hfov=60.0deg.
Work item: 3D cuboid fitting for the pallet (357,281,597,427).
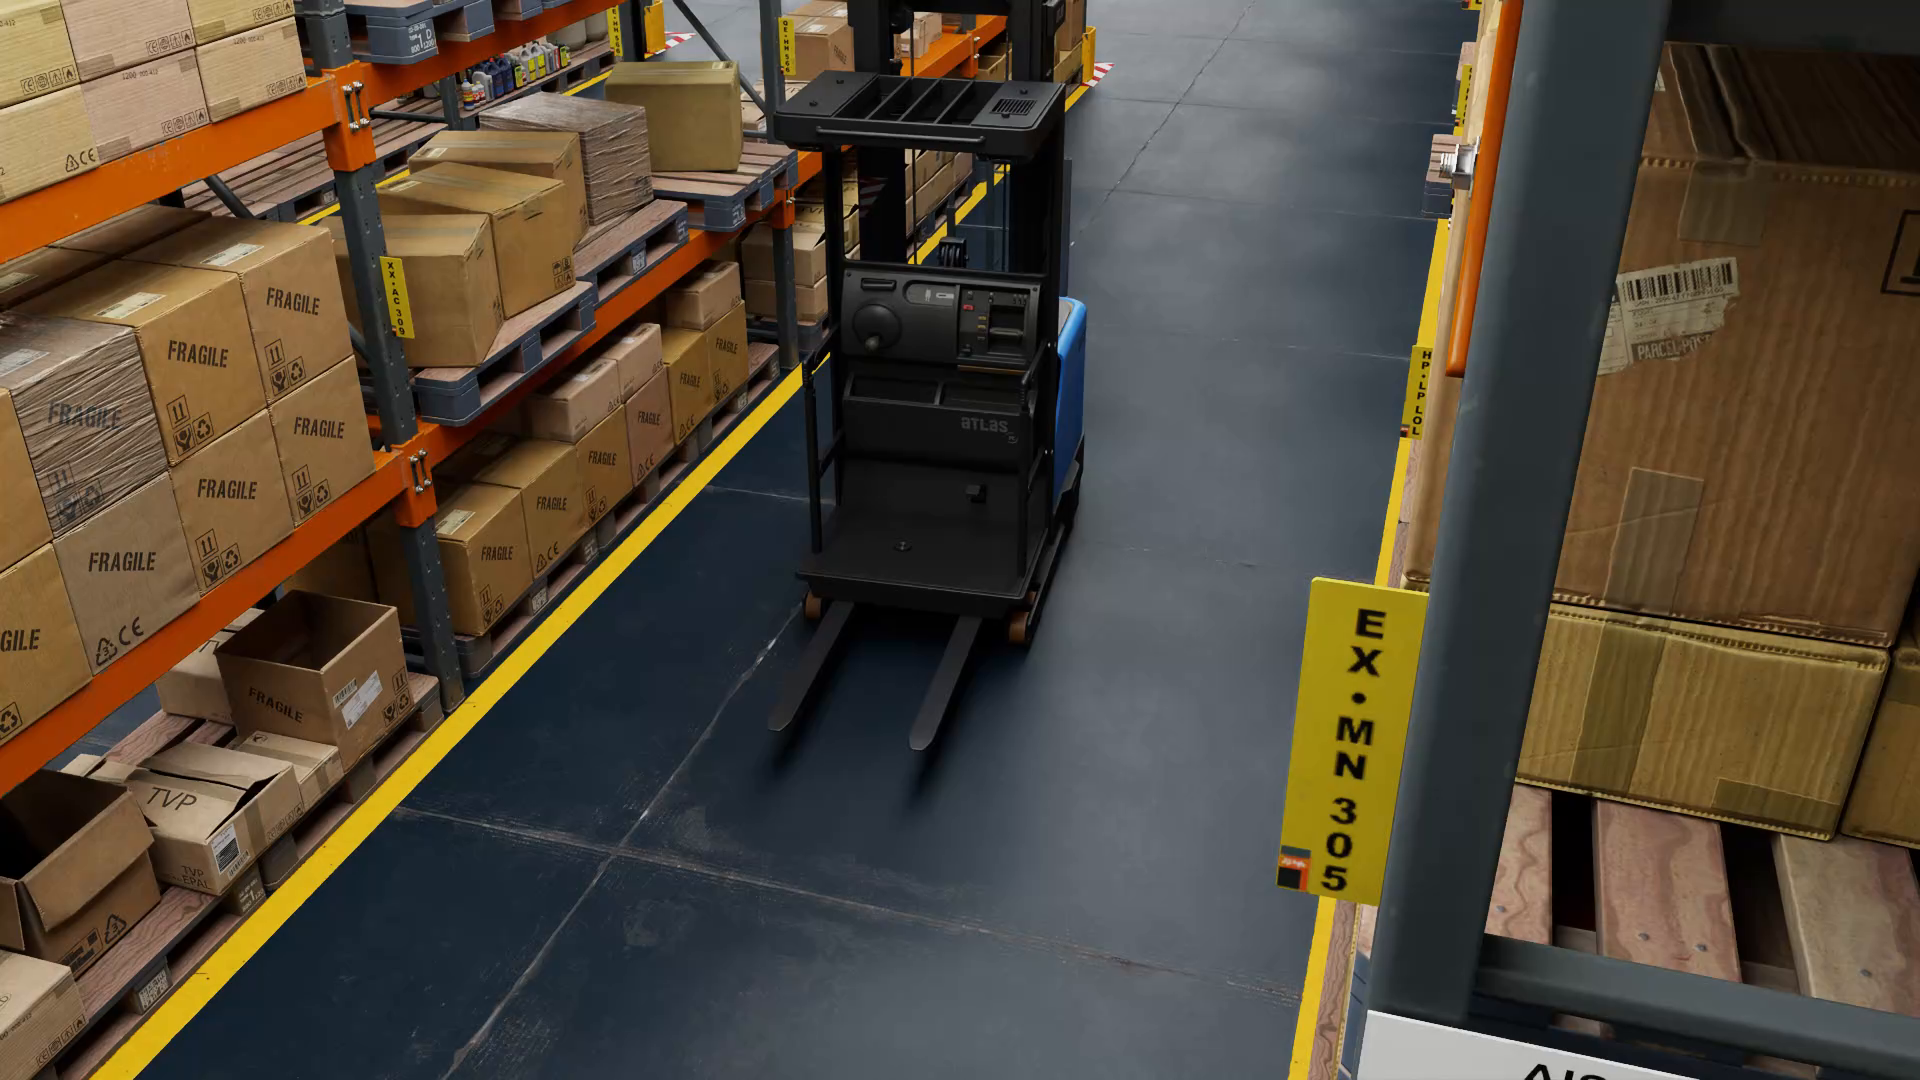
[{"bbox_3d":[-2.373,-0.909,7.496,1.003,0.211,1.213,8,30,15],"label":"pallet"}]

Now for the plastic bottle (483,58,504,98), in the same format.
[{"bbox_3d":[-4.464,-4.414,15.871,0.144,0.351,0.185,9,30,16],"label":"plastic bottle"}]

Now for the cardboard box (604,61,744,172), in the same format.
[{"bbox_3d":[-1.615,-2.414,9.470,0.700,0.500,0.500,-1,29,-2],"label":"cardboard box"}]

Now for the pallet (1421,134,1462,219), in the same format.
[{"bbox_3d":[3.306,-2.053,9.553,1.213,0.211,1.003,8,30,15],"label":"pallet"}]

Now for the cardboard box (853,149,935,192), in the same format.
[{"bbox_3d":[-0.504,-2.878,12.658,0.500,0.311,0.500,8,30,15],"label":"cardboard box"}]

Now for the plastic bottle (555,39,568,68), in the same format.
[{"bbox_3d":[-4.061,-4.954,16.912,0.061,0.283,0.133,9,30,16],"label":"plastic bottle"}]

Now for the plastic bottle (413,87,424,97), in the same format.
[{"bbox_3d":[-5.184,-4.438,15.915,0.144,0.351,0.185,8,30,14],"label":"plastic bottle"}]

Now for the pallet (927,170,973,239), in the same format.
[{"bbox_3d":[-0.543,-2.788,13.545,1.003,0.211,1.213,8,30,15],"label":"pallet"}]

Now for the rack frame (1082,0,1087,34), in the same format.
[{"bbox_3d":[0.810,-6.214,16.834,1.000,3.000,0.127,8,30,15],"label":"rack frame"}]

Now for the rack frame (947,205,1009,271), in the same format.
[{"bbox_3d":[0.177,-1.098,9.182,0.500,1.500,0.032,6,30,11],"label":"rack frame"}]

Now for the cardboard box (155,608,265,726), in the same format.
[{"bbox_3d":[-3.042,0.510,7.061,0.500,0.311,0.500,8,30,15],"label":"cardboard box"}]

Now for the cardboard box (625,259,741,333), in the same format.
[{"bbox_3d":[-1.601,-1.429,9.580,0.500,0.250,0.500,10,31,17],"label":"cardboard box"}]

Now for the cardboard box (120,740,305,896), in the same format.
[{"bbox_3d":[-2.828,1.000,6.181,0.500,0.311,0.500,8,30,15],"label":"cardboard box"}]

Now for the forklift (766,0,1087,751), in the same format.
[{"bbox_3d":[-0.139,-0.984,7.505,1.130,2.935,3.031,6,30,11],"label":"forklift"}]

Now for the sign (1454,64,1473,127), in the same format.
[{"bbox_3d":[2.677,-2.335,8.753,0.100,0.325,0.005,8,30,15],"label":"sign"}]

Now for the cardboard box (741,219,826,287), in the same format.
[{"bbox_3d":[-1.103,-1.924,10.943,0.500,0.311,0.500,10,30,17],"label":"cardboard box"}]

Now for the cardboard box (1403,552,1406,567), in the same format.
[{"bbox_3d":[1.630,0.525,4.412,0.980,0.700,0.700,8,30,14],"label":"cardboard box"}]

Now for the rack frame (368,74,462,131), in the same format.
[{"bbox_3d":[-5.098,-5.063,14.766,1.000,3.000,0.127,8,30,15],"label":"rack frame"}]

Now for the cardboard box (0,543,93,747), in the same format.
[{"bbox_3d":[-3.059,0.304,5.015,0.500,0.500,0.500,9,30,16],"label":"cardboard box"}]

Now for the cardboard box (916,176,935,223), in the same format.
[{"bbox_3d":[-0.508,-2.630,12.788,0.500,0.250,0.500,9,30,16],"label":"cardboard box"}]

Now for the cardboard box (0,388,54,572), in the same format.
[{"bbox_3d":[-3.058,-0.139,4.783,0.500,0.500,0.500,8,30,14],"label":"cardboard box"}]

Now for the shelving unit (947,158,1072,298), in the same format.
[{"bbox_3d":[0.290,-1.339,9.615,0.538,1.500,1.048,6,30,11],"label":"shelving unit"}]

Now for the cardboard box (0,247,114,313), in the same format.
[{"bbox_3d":[-3.270,-0.699,5.789,0.500,0.500,0.500,8,30,13],"label":"cardboard box"}]

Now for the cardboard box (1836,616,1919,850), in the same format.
[{"bbox_3d":[1.299,0.150,1.928,0.500,0.250,0.500,10,31,17],"label":"cardboard box"}]

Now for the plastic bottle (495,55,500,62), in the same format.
[{"bbox_3d":[-4.784,-5.045,17.160,0.097,0.201,0.097,0,29,0],"label":"plastic bottle"}]

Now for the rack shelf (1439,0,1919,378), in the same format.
[{"bbox_3d":[1.438,-1.135,2.685,1.077,0.370,4.000,8,30,15],"label":"rack shelf"}]

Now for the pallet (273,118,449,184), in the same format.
[{"bbox_3d":[-5.291,-3.474,14.778,1.003,0.211,1.213,8,30,15],"label":"pallet"}]

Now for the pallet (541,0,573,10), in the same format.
[{"bbox_3d":[-2.152,-2.641,7.520,1.213,0.211,1.003,8,30,15],"label":"pallet"}]

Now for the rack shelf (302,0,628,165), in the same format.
[{"bbox_3d":[-2.125,-2.563,7.926,1.077,0.370,4.000,8,30,15],"label":"rack shelf"}]

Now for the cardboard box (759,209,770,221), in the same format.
[{"bbox_3d":[-1.473,-2.244,11.518,0.500,0.311,0.500,8,30,14],"label":"cardboard box"}]

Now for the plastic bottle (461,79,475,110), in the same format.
[{"bbox_3d":[-4.585,-4.149,15.476,0.097,0.271,0.097,0,29,0],"label":"plastic bottle"}]

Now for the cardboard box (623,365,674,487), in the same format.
[{"bbox_3d":[-1.888,-0.642,8.938,0.500,0.500,0.500,7,30,13],"label":"cardboard box"}]

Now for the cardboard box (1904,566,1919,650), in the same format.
[{"bbox_3d":[1.296,-0.178,1.747,0.500,0.500,0.500,7,30,13],"label":"cardboard box"}]

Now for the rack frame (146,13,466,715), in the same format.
[{"bbox_3d":[-2.712,-0.637,6.809,1.000,3.000,0.127,8,30,15],"label":"rack frame"}]

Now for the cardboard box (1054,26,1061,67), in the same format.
[{"bbox_3d":[0.658,-4.765,15.855,0.500,0.500,0.500,8,30,15],"label":"cardboard box"}]

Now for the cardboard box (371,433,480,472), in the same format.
[{"bbox_3d":[-2.688,-0.236,8.207,0.500,0.500,0.500,9,30,15],"label":"cardboard box"}]

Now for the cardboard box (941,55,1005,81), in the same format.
[{"bbox_3d":[0.072,-3.835,14.184,0.500,0.500,0.500,8,30,15],"label":"cardboard box"}]

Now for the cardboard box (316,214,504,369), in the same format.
[{"bbox_3d":[-2.359,-1.052,7.021,0.700,0.500,0.500,-1,29,-2],"label":"cardboard box"}]

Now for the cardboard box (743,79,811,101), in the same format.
[{"bbox_3d":[-1.090,-2.845,10.870,0.500,0.311,0.500,8,30,14],"label":"cardboard box"}]

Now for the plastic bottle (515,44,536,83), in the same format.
[{"bbox_3d":[-4.284,-4.699,16.384,0.144,0.351,0.185,8,30,14],"label":"plastic bottle"}]

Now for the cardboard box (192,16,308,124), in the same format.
[{"bbox_3d":[-2.600,-1.618,5.642,0.500,0.250,0.500,8,30,15],"label":"cardboard box"}]

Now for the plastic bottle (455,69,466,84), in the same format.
[{"bbox_3d":[-4.928,-4.646,16.357,0.061,0.283,0.133,8,30,15],"label":"plastic bottle"}]

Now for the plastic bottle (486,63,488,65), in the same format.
[{"bbox_3d":[-4.537,-4.464,16.043,0.097,0.271,0.097,0,29,0],"label":"plastic bottle"}]

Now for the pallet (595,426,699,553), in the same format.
[{"bbox_3d":[-2.153,-0.371,9.199,1.003,0.211,1.213,8,30,15],"label":"pallet"}]

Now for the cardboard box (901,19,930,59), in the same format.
[{"bbox_3d":[-0.446,-3.861,12.744,0.396,0.266,0.258,8,30,14],"label":"cardboard box"}]

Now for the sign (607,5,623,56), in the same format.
[{"bbox_3d":[-2.069,-3.079,10.009,0.100,0.325,0.005,8,30,15],"label":"sign"}]
